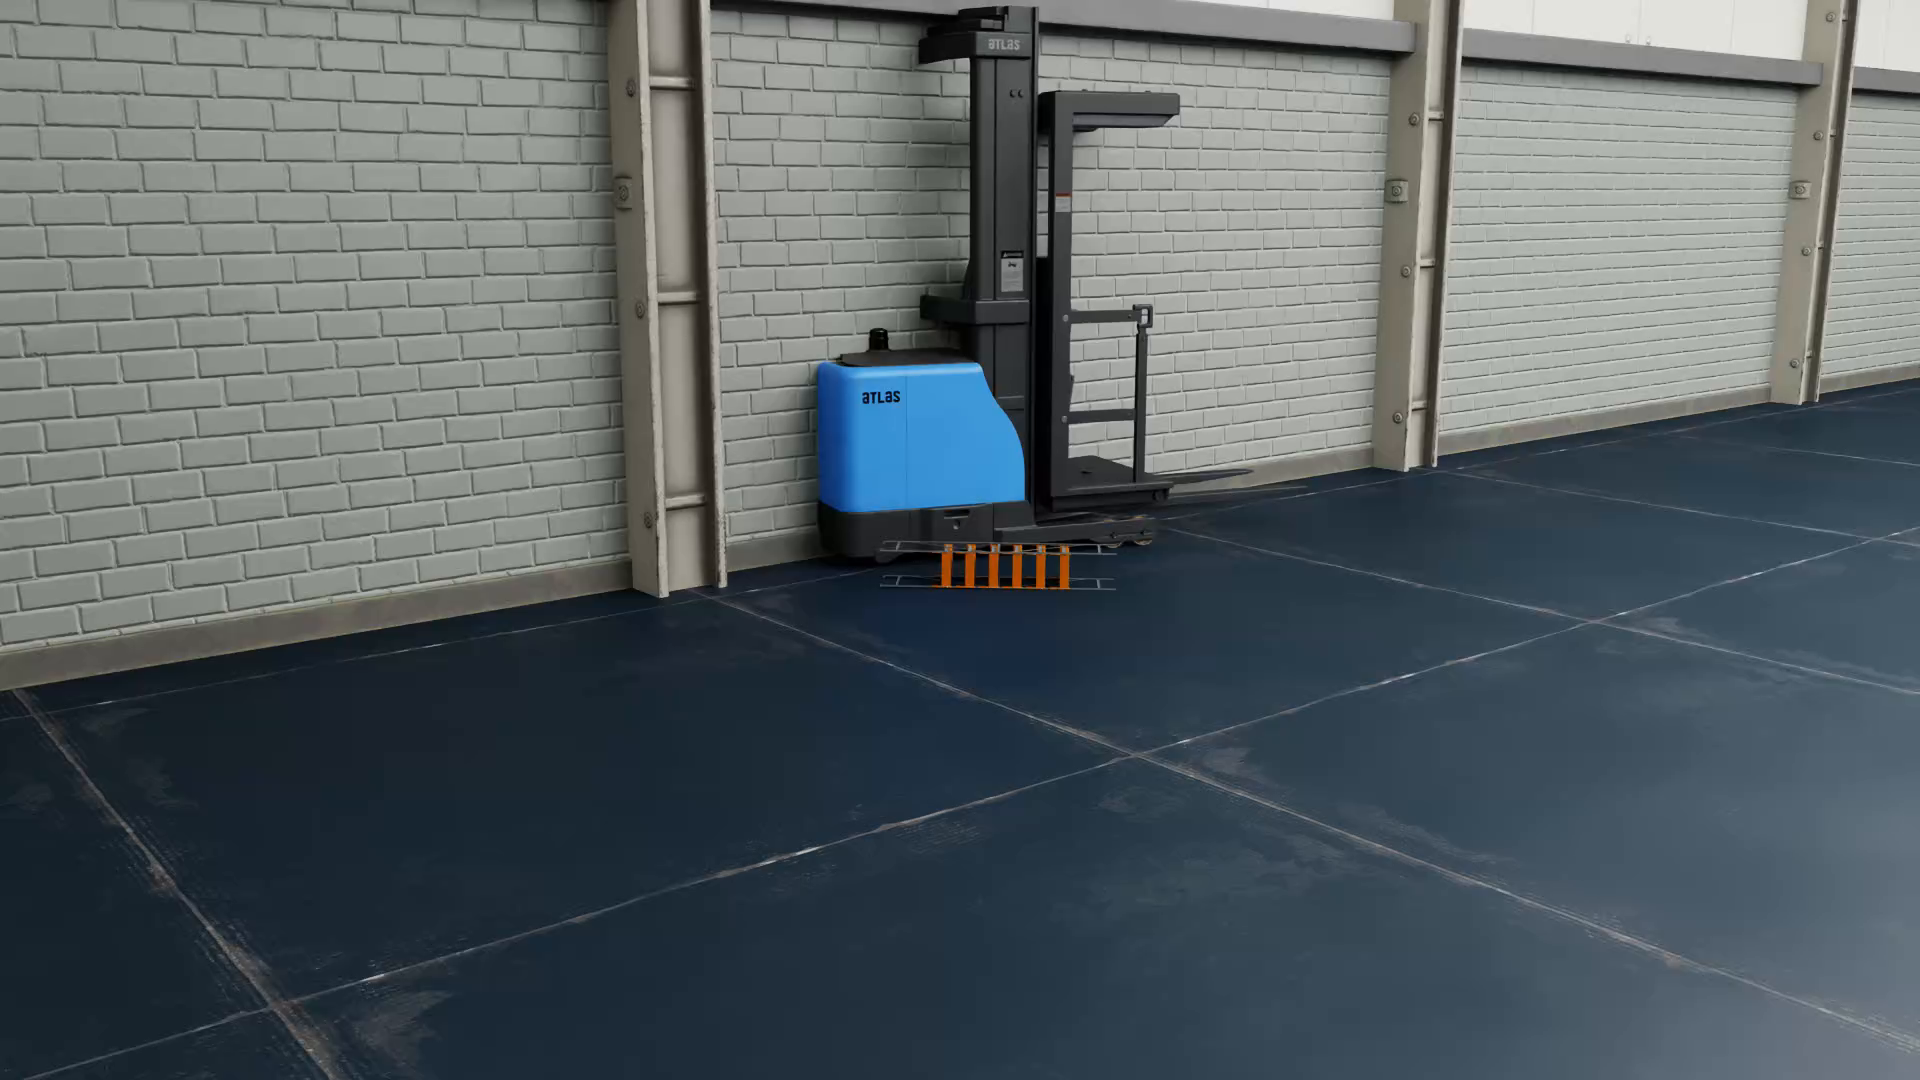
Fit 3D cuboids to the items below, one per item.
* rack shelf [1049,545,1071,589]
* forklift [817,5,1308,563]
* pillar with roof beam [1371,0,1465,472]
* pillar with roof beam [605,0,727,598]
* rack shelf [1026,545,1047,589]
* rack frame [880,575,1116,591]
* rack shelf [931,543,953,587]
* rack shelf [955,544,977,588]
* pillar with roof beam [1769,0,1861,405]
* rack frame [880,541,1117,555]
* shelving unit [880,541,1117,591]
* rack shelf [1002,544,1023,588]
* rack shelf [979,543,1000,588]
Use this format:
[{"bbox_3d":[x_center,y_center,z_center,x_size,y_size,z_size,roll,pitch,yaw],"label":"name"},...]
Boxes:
[{"bbox_3d":[0.512,0.135,8.531,0.103,0.180,0.258,1,12,3],"label":"rack shelf"},{"bbox_3d":[0.582,-1.483,9.557,3.031,2.935,1.130,-5,13,-22],"label":"forklift"},{"bbox_3d":[5.936,-4.245,7.955,0.400,9.000,9.100,-9,15,-38],"label":"pillar with roof beam"},{"bbox_3d":[1.251,-3.466,4.289,0.400,9.000,9.100,-9,15,-38],"label":"pillar with roof beam"},{"bbox_3d":[0.392,0.133,8.536,0.103,0.180,0.258,1,12,3],"label":"rack shelf"},{"bbox_3d":[0.196,0.220,8.563,1.200,0.006,0.240,1,12,3],"label":"rack frame"},{"bbox_3d":[-0.088,0.126,8.557,0.103,0.180,0.258,1,12,3],"label":"rack shelf"},{"bbox_3d":[0.032,0.128,8.552,0.103,0.180,0.258,1,12,3],"label":"rack shelf"},{"bbox_3d":[10.621,-5.024,11.622,0.400,9.000,9.100,-9,15,-38],"label":"pillar with roof beam"},{"bbox_3d":[0.197,0.041,8.525,1.200,0.006,0.240,1,12,3],"label":"rack frame"},{"bbox_3d":[0.197,0.130,8.544,1.200,0.189,0.258,1,12,3],"label":"shelving unit"},{"bbox_3d":[0.272,0.131,8.541,0.103,0.180,0.258,1,12,3],"label":"rack shelf"},{"bbox_3d":[0.152,0.129,8.546,0.103,0.180,0.258,1,12,3],"label":"rack shelf"}]
